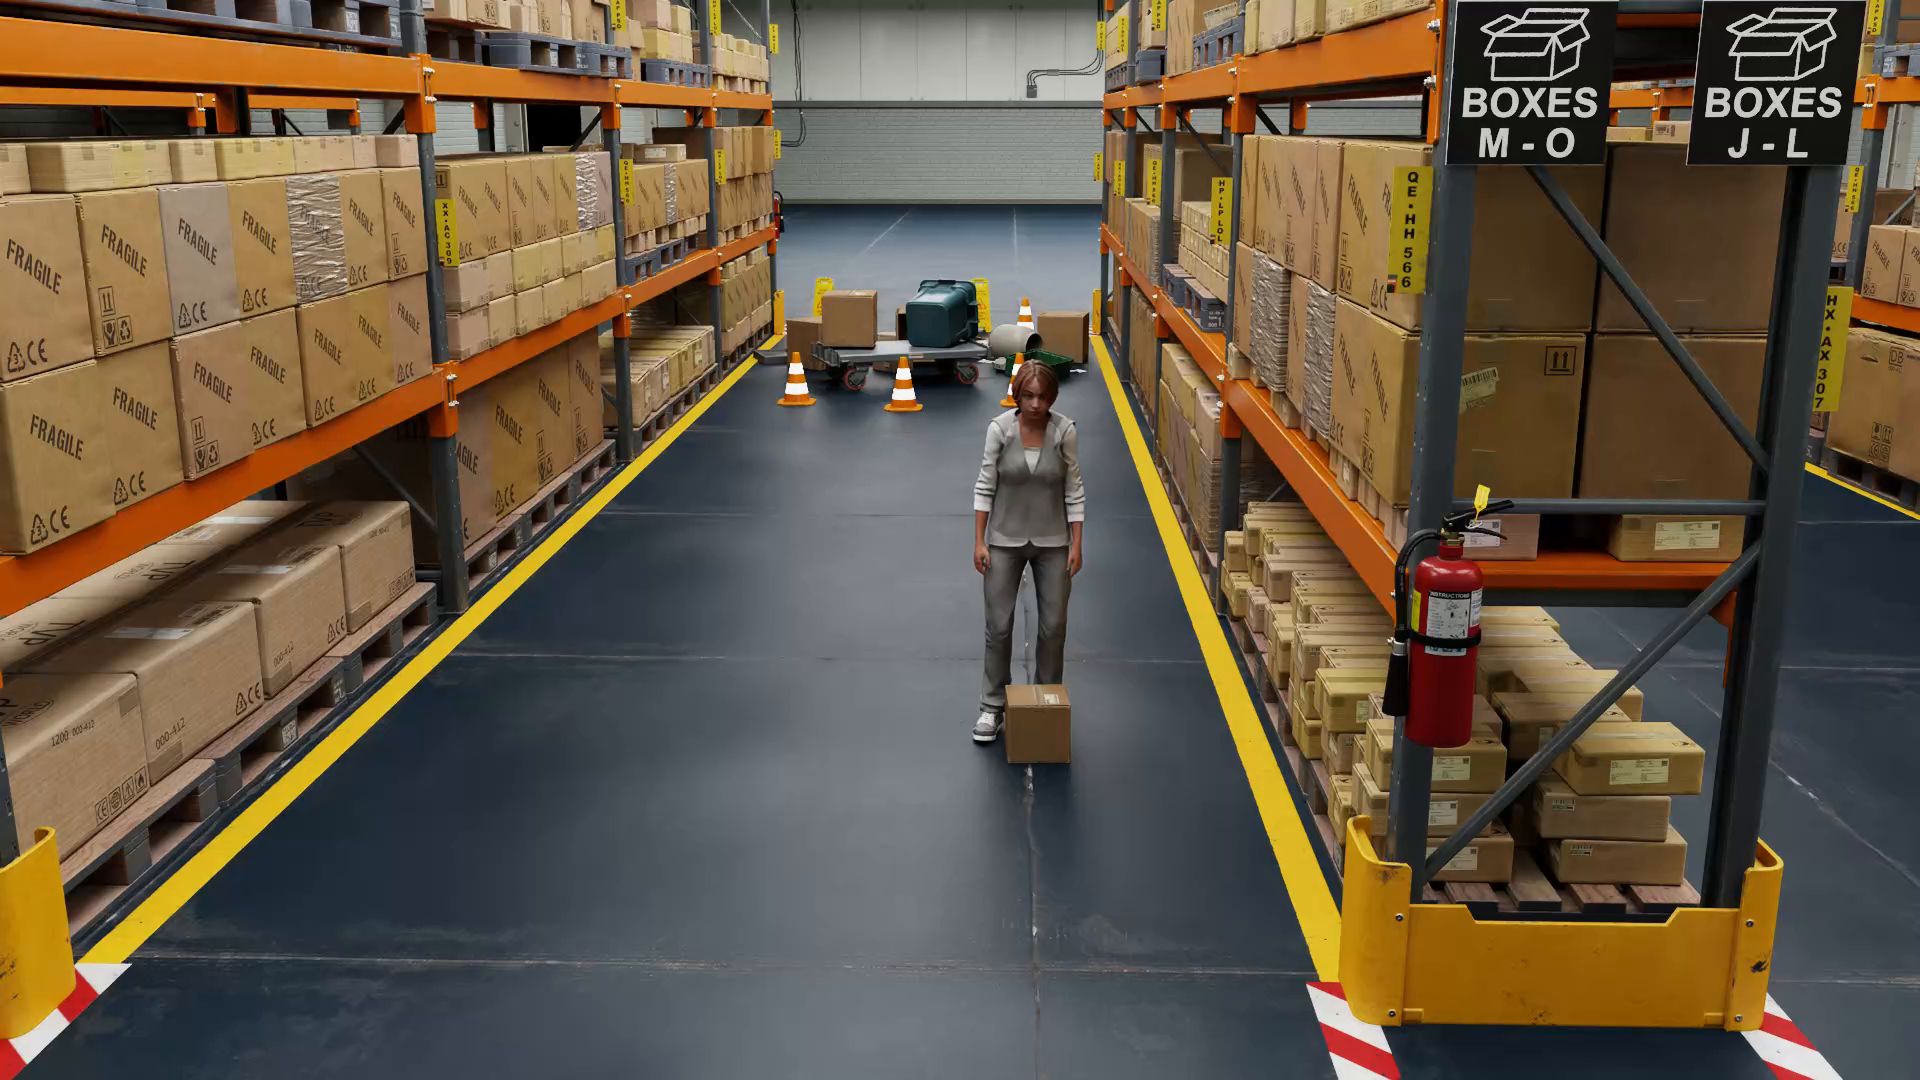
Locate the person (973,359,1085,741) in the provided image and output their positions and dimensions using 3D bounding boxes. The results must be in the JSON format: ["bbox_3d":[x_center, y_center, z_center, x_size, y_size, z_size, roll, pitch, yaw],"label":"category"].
[{"bbox_3d":[0.284,0.042,6.864,0.460,1.591,0.348,0,14,1],"label":"person"}]
